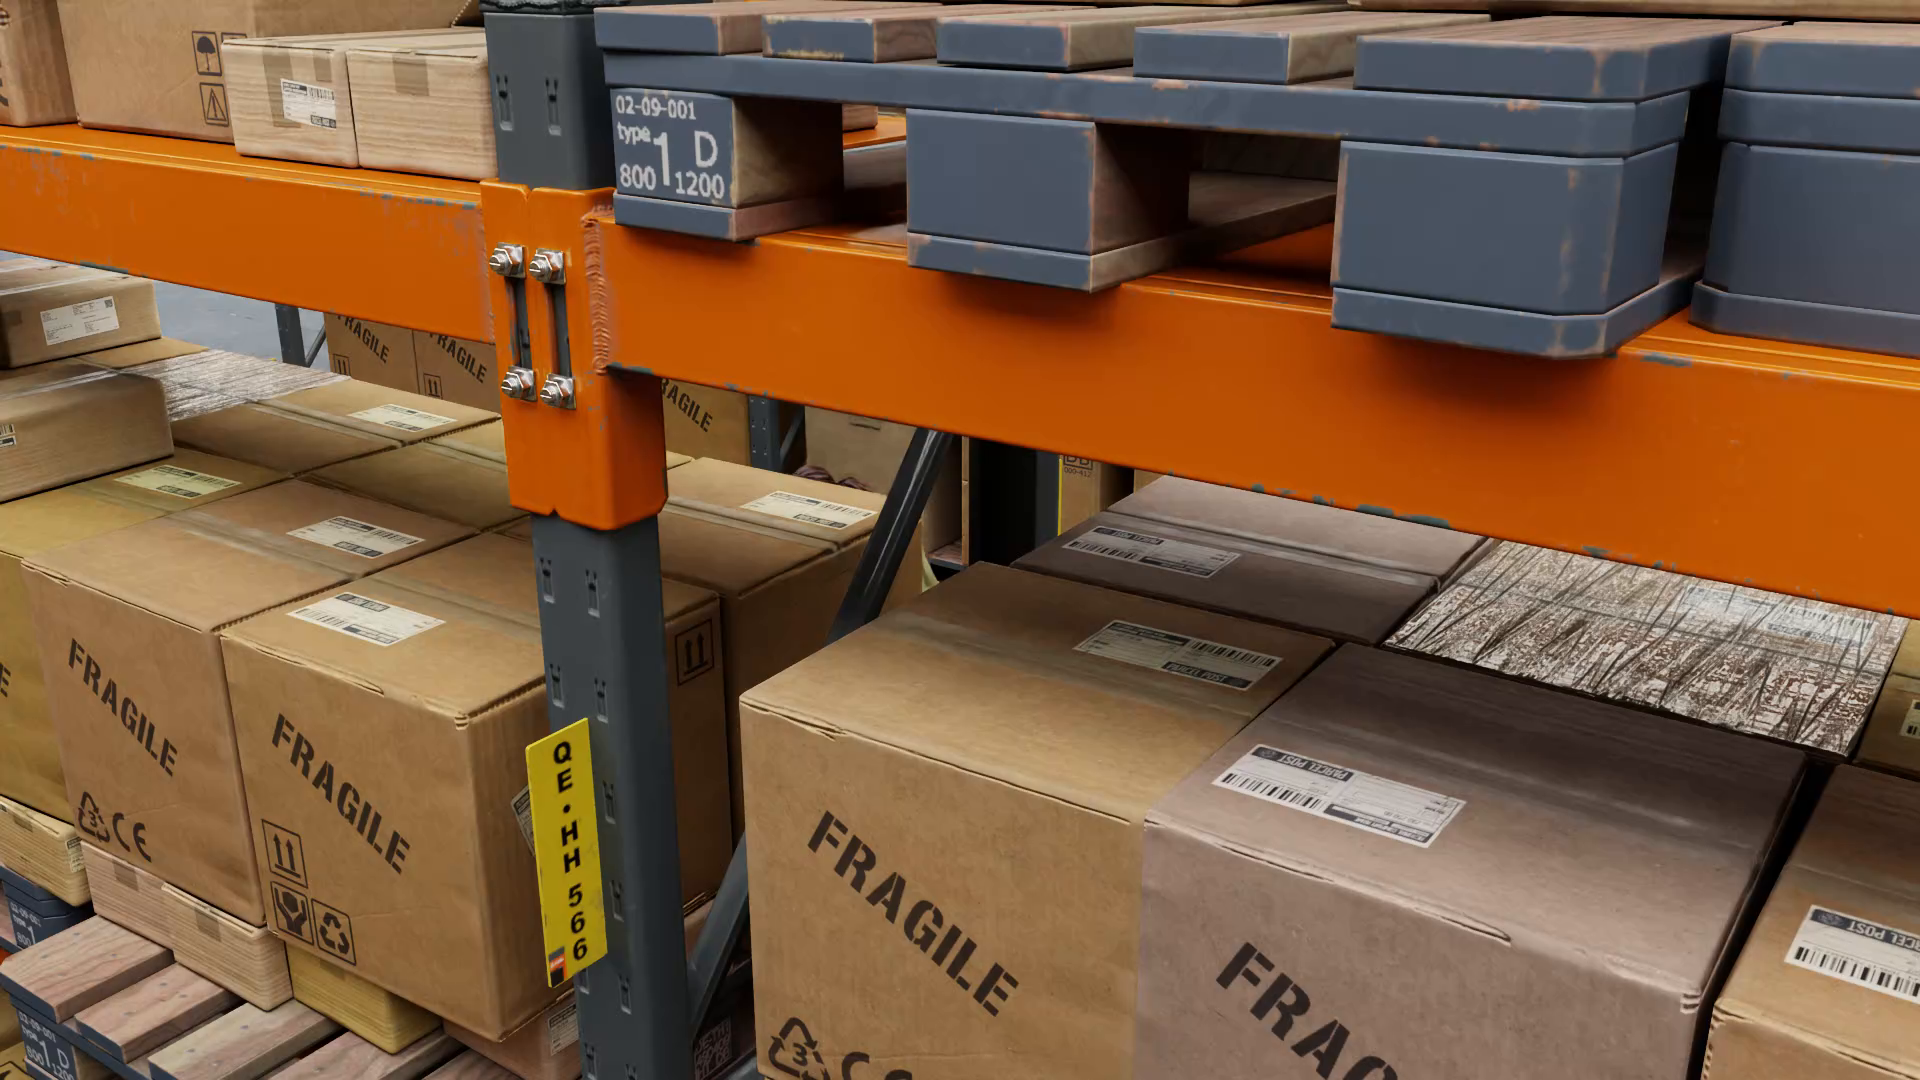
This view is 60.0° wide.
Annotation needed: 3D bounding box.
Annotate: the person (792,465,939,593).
[{"bbox_3d":[-0.327,0.446,6.013,0.634,1.225,0.510,-10,22,-25],"label":"person"}]
